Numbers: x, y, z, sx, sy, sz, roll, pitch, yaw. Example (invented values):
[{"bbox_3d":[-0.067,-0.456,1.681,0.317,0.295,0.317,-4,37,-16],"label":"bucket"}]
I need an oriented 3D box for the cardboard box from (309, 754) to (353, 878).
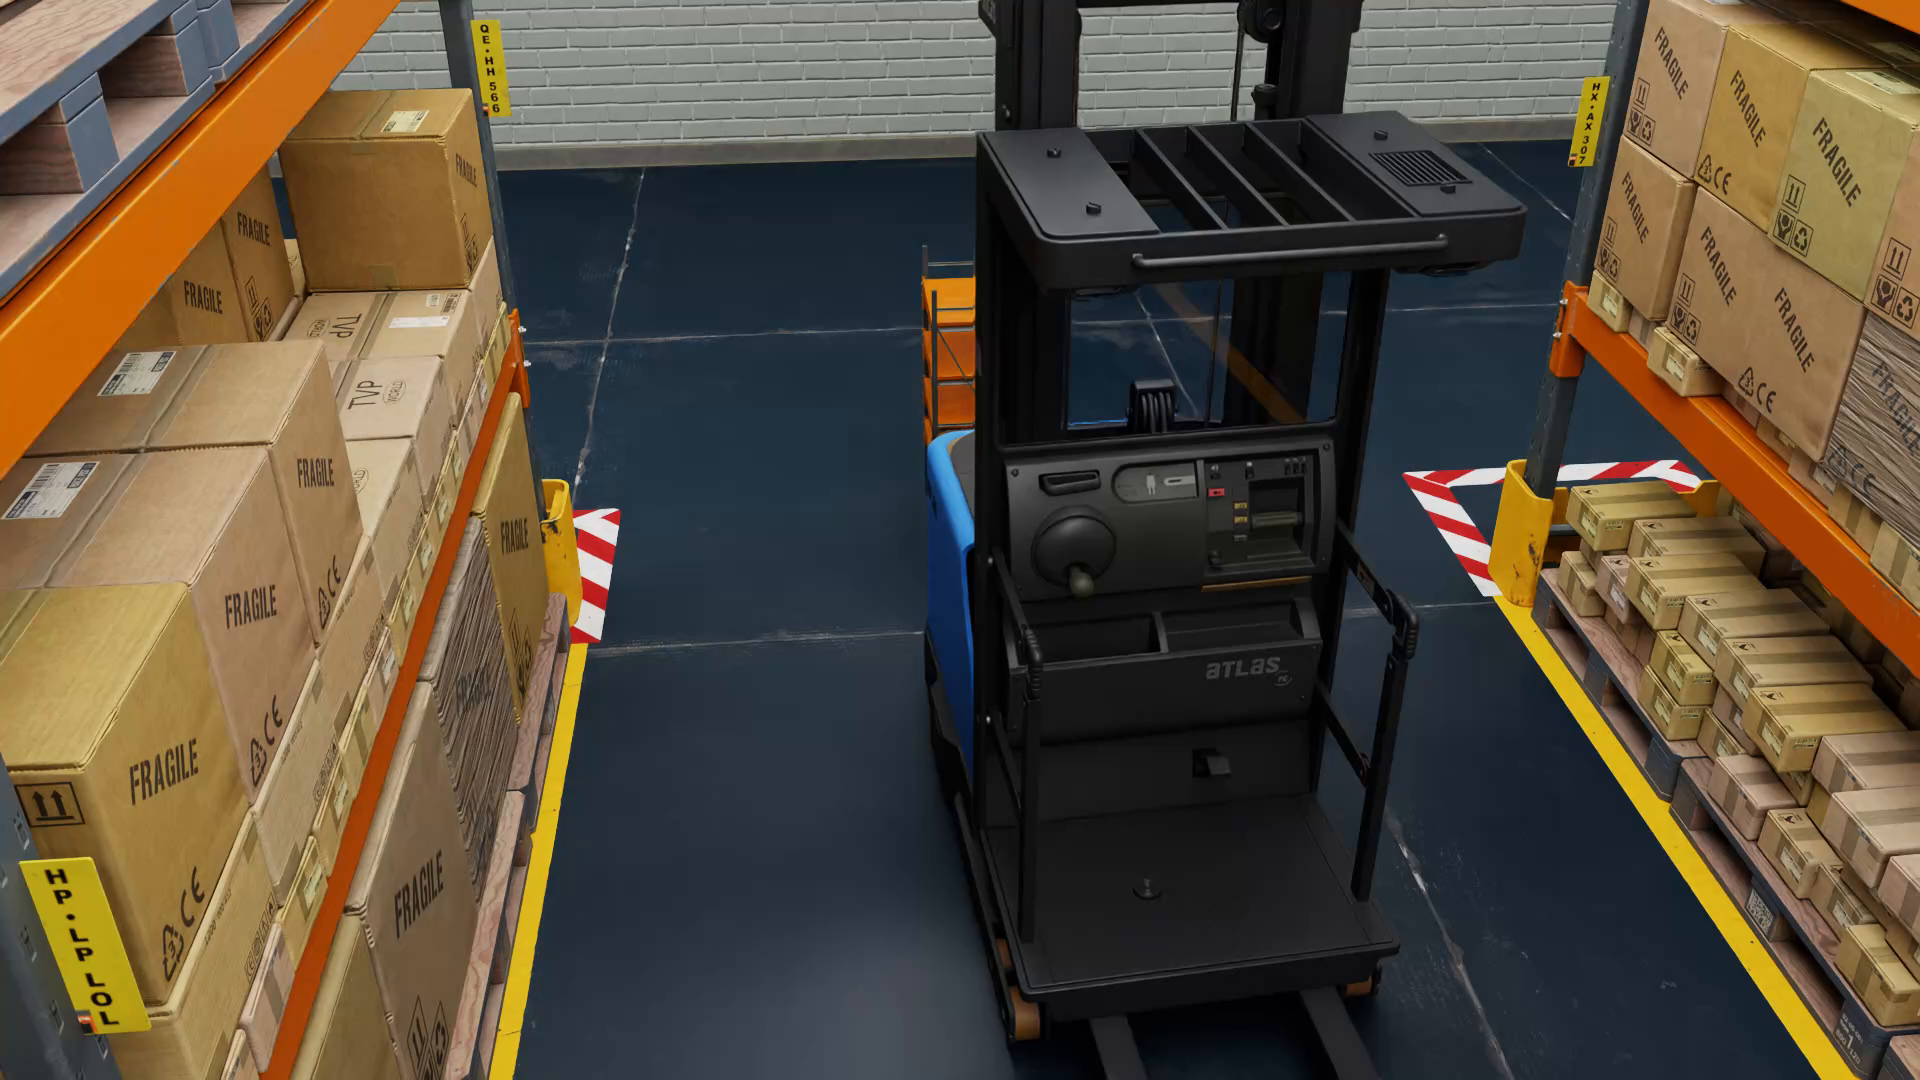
[{"bbox_3d":[-1.531,0.602,3.561,0.380,0.149,0.250,-4,31,-6],"label":"cardboard box"}]

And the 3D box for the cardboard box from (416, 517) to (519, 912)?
[{"bbox_3d":[-1.908,0.542,5.081,0.875,0.875,0.875,-3,31,-5],"label":"cardboard box"}]

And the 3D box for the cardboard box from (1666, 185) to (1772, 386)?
[{"bbox_3d":[2.658,-0.820,5.310,0.500,0.500,0.500,-3,31,-4],"label":"cardboard box"}]

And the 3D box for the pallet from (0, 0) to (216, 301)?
[{"bbox_3d":[-1.825,-0.604,2.497,1.003,0.211,1.213,-3,31,-5],"label":"pallet"}]

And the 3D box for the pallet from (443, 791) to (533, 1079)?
[{"bbox_3d":[-1.869,1.245,4.960,1.003,0.211,1.213,-3,31,-5],"label":"pallet"}]

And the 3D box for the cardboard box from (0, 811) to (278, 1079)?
[{"bbox_3d":[-1.542,0.749,2.928,0.500,0.250,0.500,-3,31,-5],"label":"cardboard box"}]

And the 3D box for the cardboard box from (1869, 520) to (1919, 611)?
[{"bbox_3d":[2.712,0.057,4.475,0.380,0.149,0.250,-2,31,-4],"label":"cardboard box"}]

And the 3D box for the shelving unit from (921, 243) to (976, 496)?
[{"bbox_3d":[-0.015,-0.600,7.084,0.258,1.200,0.503,-3,31,-5],"label":"shelving unit"}]

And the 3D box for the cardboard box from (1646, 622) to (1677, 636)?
[{"bbox_3d":[2.689,0.295,5.911,0.380,0.149,0.250,-2,31,-4],"label":"cardboard box"}]

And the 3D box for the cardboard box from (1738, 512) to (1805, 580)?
[{"bbox_3d":[3.083,0.013,6.093,0.380,0.149,0.250,-2,31,-4],"label":"cardboard box"}]

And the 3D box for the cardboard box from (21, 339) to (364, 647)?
[{"bbox_3d":[-1.640,-0.095,3.609,0.500,0.500,0.500,-4,31,-6],"label":"cardboard box"}]

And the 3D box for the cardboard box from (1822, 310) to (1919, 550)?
[{"bbox_3d":[2.744,-0.309,4.455,0.500,0.500,0.500,-4,31,-6],"label":"cardboard box"}]

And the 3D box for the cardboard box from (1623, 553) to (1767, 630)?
[{"bbox_3d":[2.567,0.178,5.818,0.380,0.149,0.250,-3,31,-5],"label":"cardboard box"}]

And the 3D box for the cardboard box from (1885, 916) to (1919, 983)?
[{"bbox_3d":[2.794,1.113,4.542,0.380,0.149,0.250,-2,31,-3],"label":"cardboard box"}]

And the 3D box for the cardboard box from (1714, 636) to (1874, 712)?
[{"bbox_3d":[2.690,0.443,5.374,0.380,0.149,0.250,-2,31,-3],"label":"cardboard box"}]

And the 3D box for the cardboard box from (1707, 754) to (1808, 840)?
[{"bbox_3d":[2.652,0.812,5.337,0.380,0.149,0.250,-4,31,-7],"label":"cardboard box"}]

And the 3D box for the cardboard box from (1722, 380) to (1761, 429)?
[{"bbox_3d":[2.717,-0.481,5.376,0.380,0.149,0.250,-1,31,-2],"label":"cardboard box"}]

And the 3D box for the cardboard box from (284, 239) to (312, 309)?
[{"bbox_3d":[-2.356,-0.783,5.492,0.500,0.250,0.500,-4,31,-6],"label":"cardboard box"}]

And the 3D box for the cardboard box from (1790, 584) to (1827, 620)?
[{"bbox_3d":[3.199,0.273,5.948,0.380,0.149,0.250,-4,31,-7],"label":"cardboard box"}]

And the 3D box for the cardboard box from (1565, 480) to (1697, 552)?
[{"bbox_3d":[2.526,-0.092,6.269,0.380,0.149,0.250,-4,31,-7],"label":"cardboard box"}]

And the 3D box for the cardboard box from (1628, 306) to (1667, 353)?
[{"bbox_3d":[2.584,-0.747,5.820,0.380,0.149,0.250,-2,31,-3],"label":"cardboard box"}]

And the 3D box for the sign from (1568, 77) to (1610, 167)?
[{"bbox_3d":[2.275,-1.510,6.008,0.100,0.325,0.005,-3,31,-5],"label":"sign"}]

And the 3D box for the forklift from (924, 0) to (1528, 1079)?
[{"bbox_3d":[0.625,-0.010,4.409,1.130,2.935,3.031,-5,31,-8],"label":"forklift"}]

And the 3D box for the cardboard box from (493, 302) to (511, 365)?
[{"bbox_3d":[-1.771,-0.704,5.748,0.380,0.149,0.250,-2,31,-4],"label":"cardboard box"}]

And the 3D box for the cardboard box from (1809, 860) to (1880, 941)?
[{"bbox_3d":[2.759,1.073,4.899,0.380,0.149,0.250,-2,31,-4],"label":"cardboard box"}]

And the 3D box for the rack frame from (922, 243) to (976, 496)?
[{"bbox_3d":[-0.038,-0.724,7.292,0.240,1.200,0.015,-3,31,-5],"label":"rack frame"}]

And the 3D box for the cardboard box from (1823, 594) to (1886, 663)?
[{"bbox_3d":[3.195,0.275,5.655,0.380,0.149,0.250,-4,31,-7],"label":"cardboard box"}]

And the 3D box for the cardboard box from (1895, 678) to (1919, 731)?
[{"bbox_3d":[3.190,0.549,5.196,0.380,0.149,0.250,-4,31,-6],"label":"cardboard box"}]

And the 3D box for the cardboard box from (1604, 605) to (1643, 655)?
[{"bbox_3d":[2.652,0.292,6.206,0.380,0.149,0.250,-3,31,-5],"label":"cardboard box"}]

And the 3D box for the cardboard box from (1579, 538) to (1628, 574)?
[{"bbox_3d":[2.609,0.032,6.352,0.380,0.149,0.250,-2,31,-3],"label":"cardboard box"}]

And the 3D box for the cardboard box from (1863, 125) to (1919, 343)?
[{"bbox_3d":[2.724,-0.738,4.198,0.500,0.500,0.500,-4,31,-6],"label":"cardboard box"}]

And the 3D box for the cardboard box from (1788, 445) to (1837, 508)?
[{"bbox_3d":[2.713,-0.214,4.929,0.380,0.149,0.250,-3,31,-6],"label":"cardboard box"}]

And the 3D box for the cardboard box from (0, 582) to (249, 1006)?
[{"bbox_3d":[-1.549,0.422,2.743,0.500,0.500,0.500,-3,31,-5],"label":"cardboard box"}]

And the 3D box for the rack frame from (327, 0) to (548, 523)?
[{"bbox_3d":[-2.132,-0.978,5.962,1.000,3.000,0.127,-3,31,-5],"label":"rack frame"}]

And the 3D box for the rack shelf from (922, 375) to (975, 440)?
[{"bbox_3d":[-0.015,-0.542,7.118,0.258,0.148,0.480,-3,31,-5],"label":"rack shelf"}]

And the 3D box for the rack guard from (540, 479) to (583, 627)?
[{"bbox_3d":[-2.135,0.083,6.624,1.175,0.500,0.348,-3,31,-5],"label":"rack guard"}]

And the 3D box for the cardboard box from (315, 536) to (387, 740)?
[{"bbox_3d":[-1.637,0.230,3.796,0.500,0.250,0.500,-2,31,-3],"label":"cardboard box"}]

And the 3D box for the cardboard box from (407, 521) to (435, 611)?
[{"bbox_3d":[-1.629,0.076,4.442,0.380,0.149,0.250,-2,31,-4],"label":"cardboard box"}]

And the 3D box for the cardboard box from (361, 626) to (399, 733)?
[{"bbox_3d":[-1.577,0.343,3.995,0.380,0.149,0.250,-2,31,-4],"label":"cardboard box"}]

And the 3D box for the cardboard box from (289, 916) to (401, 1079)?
[{"bbox_3d":[-1.741,1.455,3.551,0.875,0.875,0.875,-3,31,-5],"label":"cardboard box"}]

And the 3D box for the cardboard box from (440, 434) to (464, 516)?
[{"bbox_3d":[-1.674,-0.183,4.876,0.380,0.149,0.250,-3,31,-6],"label":"cardboard box"}]

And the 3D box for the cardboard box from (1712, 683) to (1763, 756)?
[{"bbox_3d":[2.724,0.562,5.464,0.380,0.149,0.250,-4,31,-7],"label":"cardboard box"}]

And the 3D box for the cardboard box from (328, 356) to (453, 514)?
[{"bbox_3d":[-1.728,-0.288,4.663,0.500,0.250,0.500,-4,31,-6],"label":"cardboard box"}]

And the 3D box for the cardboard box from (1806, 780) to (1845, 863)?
[{"bbox_3d":[2.806,0.837,5.004,0.380,0.149,0.250,-1,31,-2],"label":"cardboard box"}]

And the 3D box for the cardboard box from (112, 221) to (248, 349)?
[{"bbox_3d":[-2.255,-0.586,4.430,0.500,0.500,0.500,-4,31,-6],"label":"cardboard box"}]

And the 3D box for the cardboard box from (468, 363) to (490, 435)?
[{"bbox_3d":[-1.723,-0.443,5.311,0.380,0.149,0.250,-3,31,-4],"label":"cardboard box"}]

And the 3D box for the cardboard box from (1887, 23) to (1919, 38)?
[{"bbox_3d":[3.153,-1.283,5.111,0.500,0.500,0.500,-4,31,-6],"label":"cardboard box"}]

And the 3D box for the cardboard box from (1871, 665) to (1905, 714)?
[{"bbox_3d":[3.260,0.537,5.507,0.380,0.149,0.250,-2,31,-4],"label":"cardboard box"}]

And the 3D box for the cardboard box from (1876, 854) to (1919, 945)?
[{"bbox_3d":[2.739,0.972,4.488,0.380,0.149,0.250,-4,31,-7],"label":"cardboard box"}]

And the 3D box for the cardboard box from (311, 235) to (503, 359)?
[{"bbox_3d":[-1.823,-0.806,5.531,0.500,0.250,0.500,-3,31,-5],"label":"cardboard box"}]

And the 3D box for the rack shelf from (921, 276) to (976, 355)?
[{"bbox_3d":[-0.015,-0.937,6.882,0.258,0.148,0.480,-3,31,-5],"label":"rack shelf"}]

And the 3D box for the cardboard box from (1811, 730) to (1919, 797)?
[{"bbox_3d":[2.787,0.703,4.939,0.380,0.149,0.250,-3,31,-4],"label":"cardboard box"}]

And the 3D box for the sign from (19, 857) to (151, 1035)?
[{"bbox_3d":[-1.219,0.570,2.318,0.100,0.325,0.005,-3,31,-5],"label":"sign"}]

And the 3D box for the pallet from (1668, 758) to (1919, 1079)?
[{"bbox_3d":[2.974,1.110,5.186,1.003,0.211,1.213,-3,31,-5],"label":"pallet"}]

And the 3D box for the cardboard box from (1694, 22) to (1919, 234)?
[{"bbox_3d":[2.646,-1.265,5.079,0.500,0.500,0.500,-2,31,-3],"label":"cardboard box"}]

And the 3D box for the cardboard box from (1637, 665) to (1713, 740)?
[{"bbox_3d":[2.596,0.554,5.767,0.380,0.149,0.250,-2,31,-4],"label":"cardboard box"}]

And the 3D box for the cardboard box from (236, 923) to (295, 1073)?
[{"bbox_3d":[-1.480,0.871,3.111,0.380,0.149,0.250,-4,31,-6],"label":"cardboard box"}]

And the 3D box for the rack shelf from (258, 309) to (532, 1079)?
[{"bbox_3d":[-1.946,0.352,4.437,1.077,0.370,4.000,-3,31,-5],"label":"rack shelf"}]
